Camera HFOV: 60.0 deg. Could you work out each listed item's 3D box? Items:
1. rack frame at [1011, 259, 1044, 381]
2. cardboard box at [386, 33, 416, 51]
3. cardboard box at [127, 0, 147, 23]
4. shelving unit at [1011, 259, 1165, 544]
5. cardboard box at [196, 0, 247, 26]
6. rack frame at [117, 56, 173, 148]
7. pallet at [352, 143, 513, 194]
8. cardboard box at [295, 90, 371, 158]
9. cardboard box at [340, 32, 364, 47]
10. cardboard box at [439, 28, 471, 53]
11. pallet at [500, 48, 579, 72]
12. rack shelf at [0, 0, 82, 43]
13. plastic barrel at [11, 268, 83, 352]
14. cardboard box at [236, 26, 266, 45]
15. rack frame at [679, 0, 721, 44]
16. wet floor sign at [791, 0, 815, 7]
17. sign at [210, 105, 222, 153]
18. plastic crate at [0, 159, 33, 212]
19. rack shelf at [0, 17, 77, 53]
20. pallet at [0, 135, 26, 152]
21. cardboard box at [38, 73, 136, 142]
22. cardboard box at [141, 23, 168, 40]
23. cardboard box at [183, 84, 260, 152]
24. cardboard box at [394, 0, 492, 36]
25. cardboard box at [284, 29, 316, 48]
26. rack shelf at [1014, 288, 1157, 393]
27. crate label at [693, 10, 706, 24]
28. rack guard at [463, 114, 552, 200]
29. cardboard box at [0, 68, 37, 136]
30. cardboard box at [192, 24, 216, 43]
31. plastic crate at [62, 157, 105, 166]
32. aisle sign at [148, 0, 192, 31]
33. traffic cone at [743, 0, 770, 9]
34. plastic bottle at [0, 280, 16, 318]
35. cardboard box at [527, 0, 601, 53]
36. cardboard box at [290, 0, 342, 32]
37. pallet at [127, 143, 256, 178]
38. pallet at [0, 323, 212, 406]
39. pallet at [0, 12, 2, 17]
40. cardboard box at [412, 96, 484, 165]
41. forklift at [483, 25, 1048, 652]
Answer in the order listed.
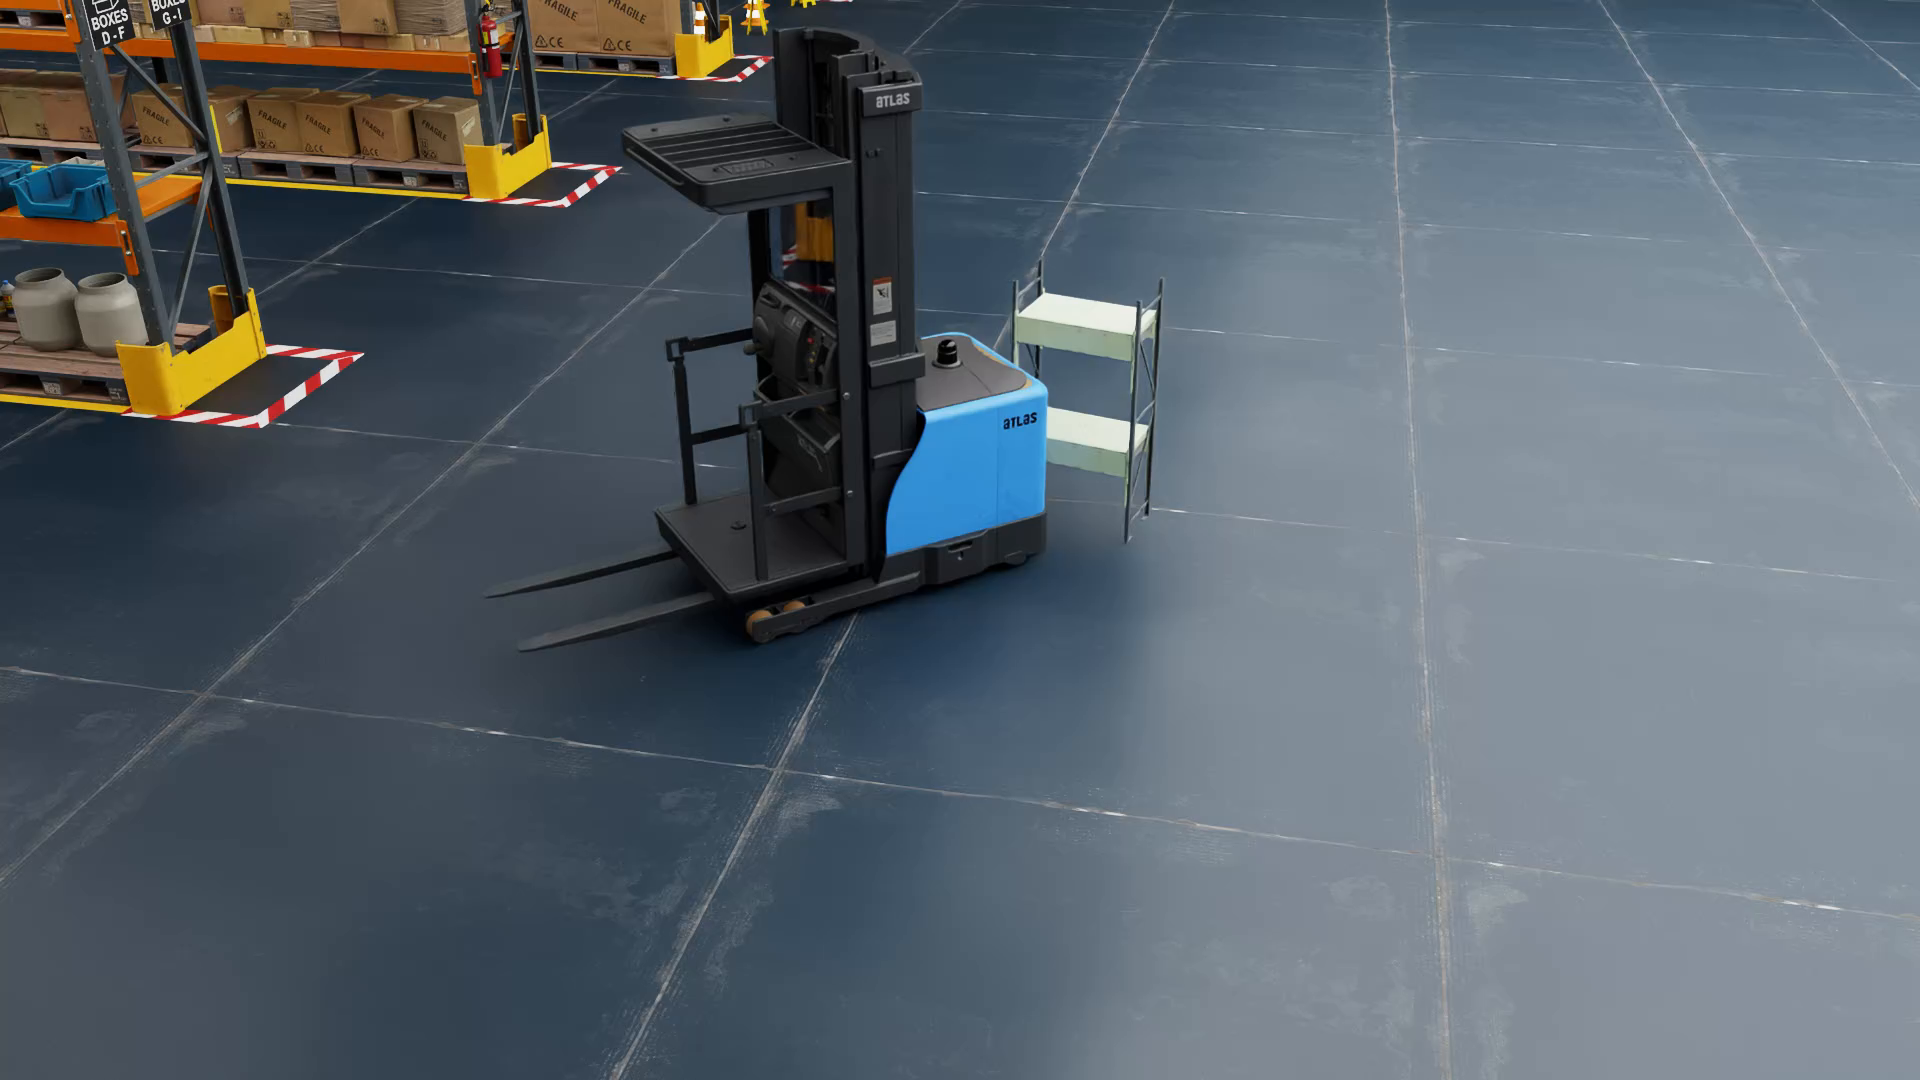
[{"bbox_3d":[0.388,-0.873,9.782,0.023,1.500,0.400,13,31,22],"label":"rack frame"},{"bbox_3d":[-5.081,-4.629,15.344,0.250,0.149,0.380,6,29,11],"label":"cardboard box"},{"bbox_3d":[-7.744,-5.283,15.862,0.500,0.500,0.875,6,29,11],"label":"cardboard box"},{"bbox_3d":[0.719,-0.798,9.646,0.755,1.500,0.431,13,31,22],"label":"shelving unit"},{"bbox_3d":[-6.753,-5.214,15.735,0.500,0.500,0.875,6,29,11],"label":"cardboard box"},{"bbox_3d":[-8.171,-5.183,16.093,0.127,3.000,1.000,6,29,11],"label":"rack frame"},{"bbox_3d":[-5.121,-3.664,16.223,1.213,0.211,1.003,6,29,11],"label":"pallet"},{"bbox_3d":[-6.067,-4.056,16.200,0.500,0.500,0.500,9,30,15],"label":"cardboard box"},{"bbox_3d":[-5.558,-4.706,15.484,0.250,0.149,0.380,6,29,11],"label":"cardboard box"},{"bbox_3d":[-4.581,-4.603,15.296,0.250,0.149,0.380,6,29,11],"label":"cardboard box"},{"bbox_3d":[-5.113,-6.045,20.571,1.213,0.211,1.003,6,29,11],"label":"pallet"},{"bbox_3d":[-7.250,-3.656,10.931,4.000,0.370,1.077,6,29,11],"label":"rack shelf"},{"bbox_3d":[-6.444,-1.629,11.755,0.421,0.512,0.421,0,29,0],"label":"plastic barrel"},{"bbox_3d":[-6.554,-4.766,15.593,0.250,0.149,0.380,6,29,11],"label":"cardboard box"},{"bbox_3d":[-3.125,-7.101,19.597,0.127,3.000,1.000,6,29,11],"label":"rack frame"},{"bbox_3d":[-2.228,-7.881,23.474,0.232,0.644,0.267,17,33,28],"label":"wet floor sign"},{"bbox_3d":[-5.175,-2.835,11.517,0.005,0.325,0.100,6,29,11],"label":"sign"},{"bbox_3d":[-6.480,-2.368,11.107,0.408,0.251,0.499,6,29,11],"label":"plastic crate"},{"bbox_3d":[-10.127,-5.068,16.632,4.000,0.370,1.077,6,29,11],"label":"rack shelf"},{"bbox_3d":[-10.130,-4.158,17.126,1.213,0.211,1.003,6,29,11],"label":"pallet"},{"bbox_3d":[-8.767,-4.351,16.719,0.500,0.500,0.700,4,29,7],"label":"cardboard box"},{"bbox_3d":[-7.532,-4.867,15.777,0.250,0.149,0.380,6,29,11],"label":"cardboard box"},{"bbox_3d":[-7.227,-4.158,16.387,0.500,0.500,0.500,16,32,26],"label":"cardboard box"},{"bbox_3d":[-4.792,-5.024,15.390,0.500,0.500,0.875,6,29,11],"label":"cardboard box"},{"bbox_3d":[-6.070,-4.704,15.481,0.250,0.149,0.380,6,29,11],"label":"cardboard box"},{"bbox_3d":[0.719,-1.141,9.459,0.720,0.370,0.431,13,31,22],"label":"rack shelf"},{"bbox_3d":[-3.561,-7.112,22.598,0.298,0.136,0.250,-9,30,-16],"label":"crate label"},{"bbox_3d":[-4.334,-3.693,15.975,0.348,0.500,1.175,6,29,11],"label":"rack guard"},{"bbox_3d":[-9.777,-4.464,16.925,0.500,0.500,0.700,3,29,6],"label":"cardboard box"},{"bbox_3d":[-7.050,-4.802,15.659,0.250,0.149,0.380,6,29,11],"label":"cardboard box"},{"bbox_3d":[-6.102,-2.581,11.615,0.250,0.136,0.298,6,29,11],"label":"plastic crate"},{"bbox_3d":[-5.162,-3.726,10.726,0.004,0.787,0.394,6,29,11],"label":"aisle sign"},{"bbox_3d":[-2.880,-7.760,23.443,0.334,0.463,0.336,6,29,11],"label":"traffic cone"},{"bbox_3d":[-7.002,-1.780,12.261,0.097,0.271,0.097,0,29,0],"label":"plastic bottle"},{"bbox_3d":[-4.663,-6.477,20.233,0.875,0.875,0.875,5,29,10],"label":"cardboard box"},{"bbox_3d":[-5.786,-5.088,15.507,0.500,0.500,0.875,6,29,11],"label":"cardboard box"},{"bbox_3d":[-7.507,-3.909,16.670,1.213,0.211,1.003,6,29,11],"label":"pallet"},{"bbox_3d":[-6.171,-1.302,11.909,1.213,0.211,1.003,6,29,11],"label":"pallet"},{"bbox_3d":[-10.139,-5.321,16.545,1.213,0.211,1.003,6,29,11],"label":"pallet"},{"bbox_3d":[-4.867,-3.940,15.989,0.500,0.500,0.500,11,31,20],"label":"cardboard box"},{"bbox_3d":[-1.041,-1.035,8.588,3.031,2.935,1.130,-15,32,-26],"label":"forklift"}]
